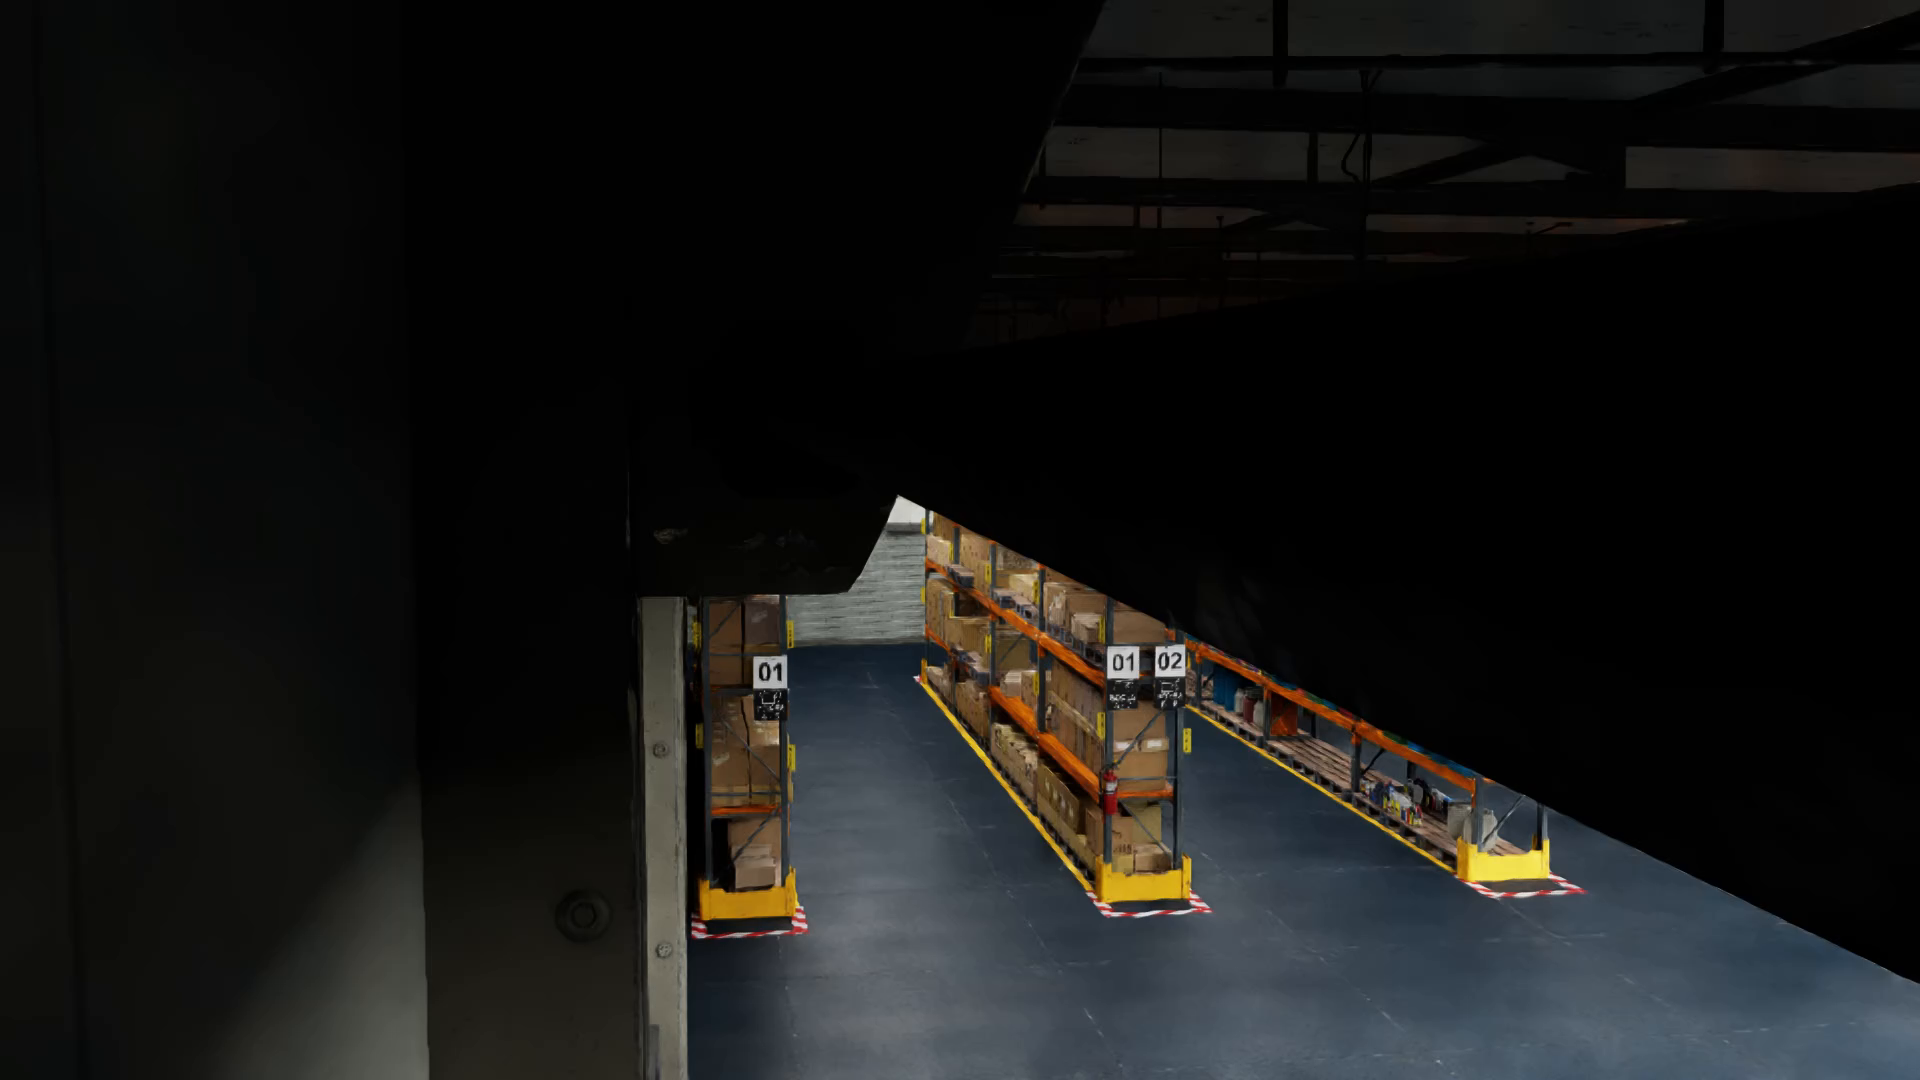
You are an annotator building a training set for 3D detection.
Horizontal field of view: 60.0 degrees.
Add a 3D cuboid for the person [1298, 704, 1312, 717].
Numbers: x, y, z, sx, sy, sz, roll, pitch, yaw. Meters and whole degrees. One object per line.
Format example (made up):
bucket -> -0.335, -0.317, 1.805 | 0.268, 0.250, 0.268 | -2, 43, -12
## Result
person -> 6.761, 2.614, 32.491 | 0.677, 1.741, 0.550 | -1, 5, -11
